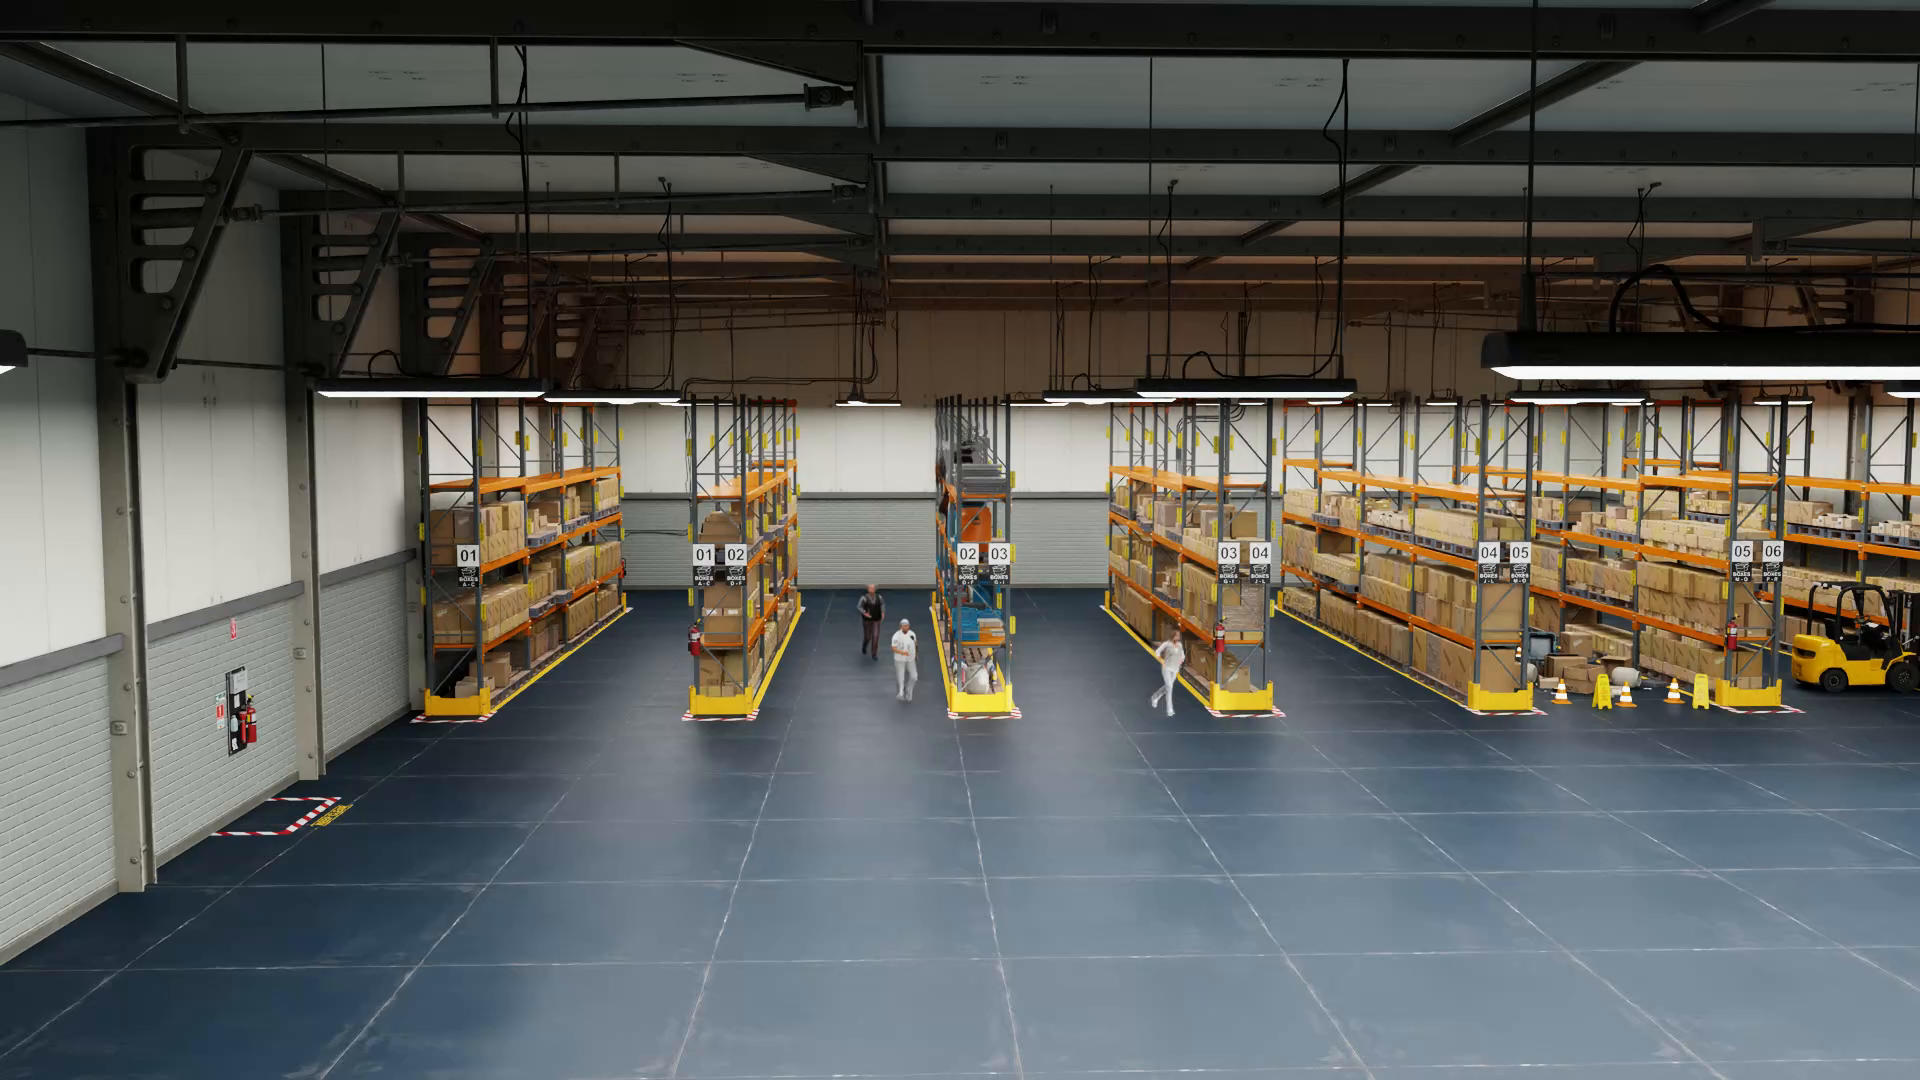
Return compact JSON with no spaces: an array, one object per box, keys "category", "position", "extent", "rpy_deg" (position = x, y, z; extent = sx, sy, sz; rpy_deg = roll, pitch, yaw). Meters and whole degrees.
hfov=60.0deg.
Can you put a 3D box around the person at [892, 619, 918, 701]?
[{"category":"person","position":[-1.047,2.353,32.384],"extent":[0.577,1.618,0.658],"rpy_deg":[-2,5,-19]}]

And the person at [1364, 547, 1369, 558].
[{"category":"person","position":[11.565,1.127,47.378],"extent":[0.685,1.835,0.825],"rpy_deg":[-3,5,-32]}]

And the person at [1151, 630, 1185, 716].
[{"category":"person","position":[3.989,2.468,31.411],"extent":[0.566,1.574,0.827],"rpy_deg":[-2,5,-27]}]

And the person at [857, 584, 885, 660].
[{"category":"person","position":[-2.031,1.867,38.233],"extent":[0.683,1.722,0.794],"rpy_deg":[-1,5,-16]}]
